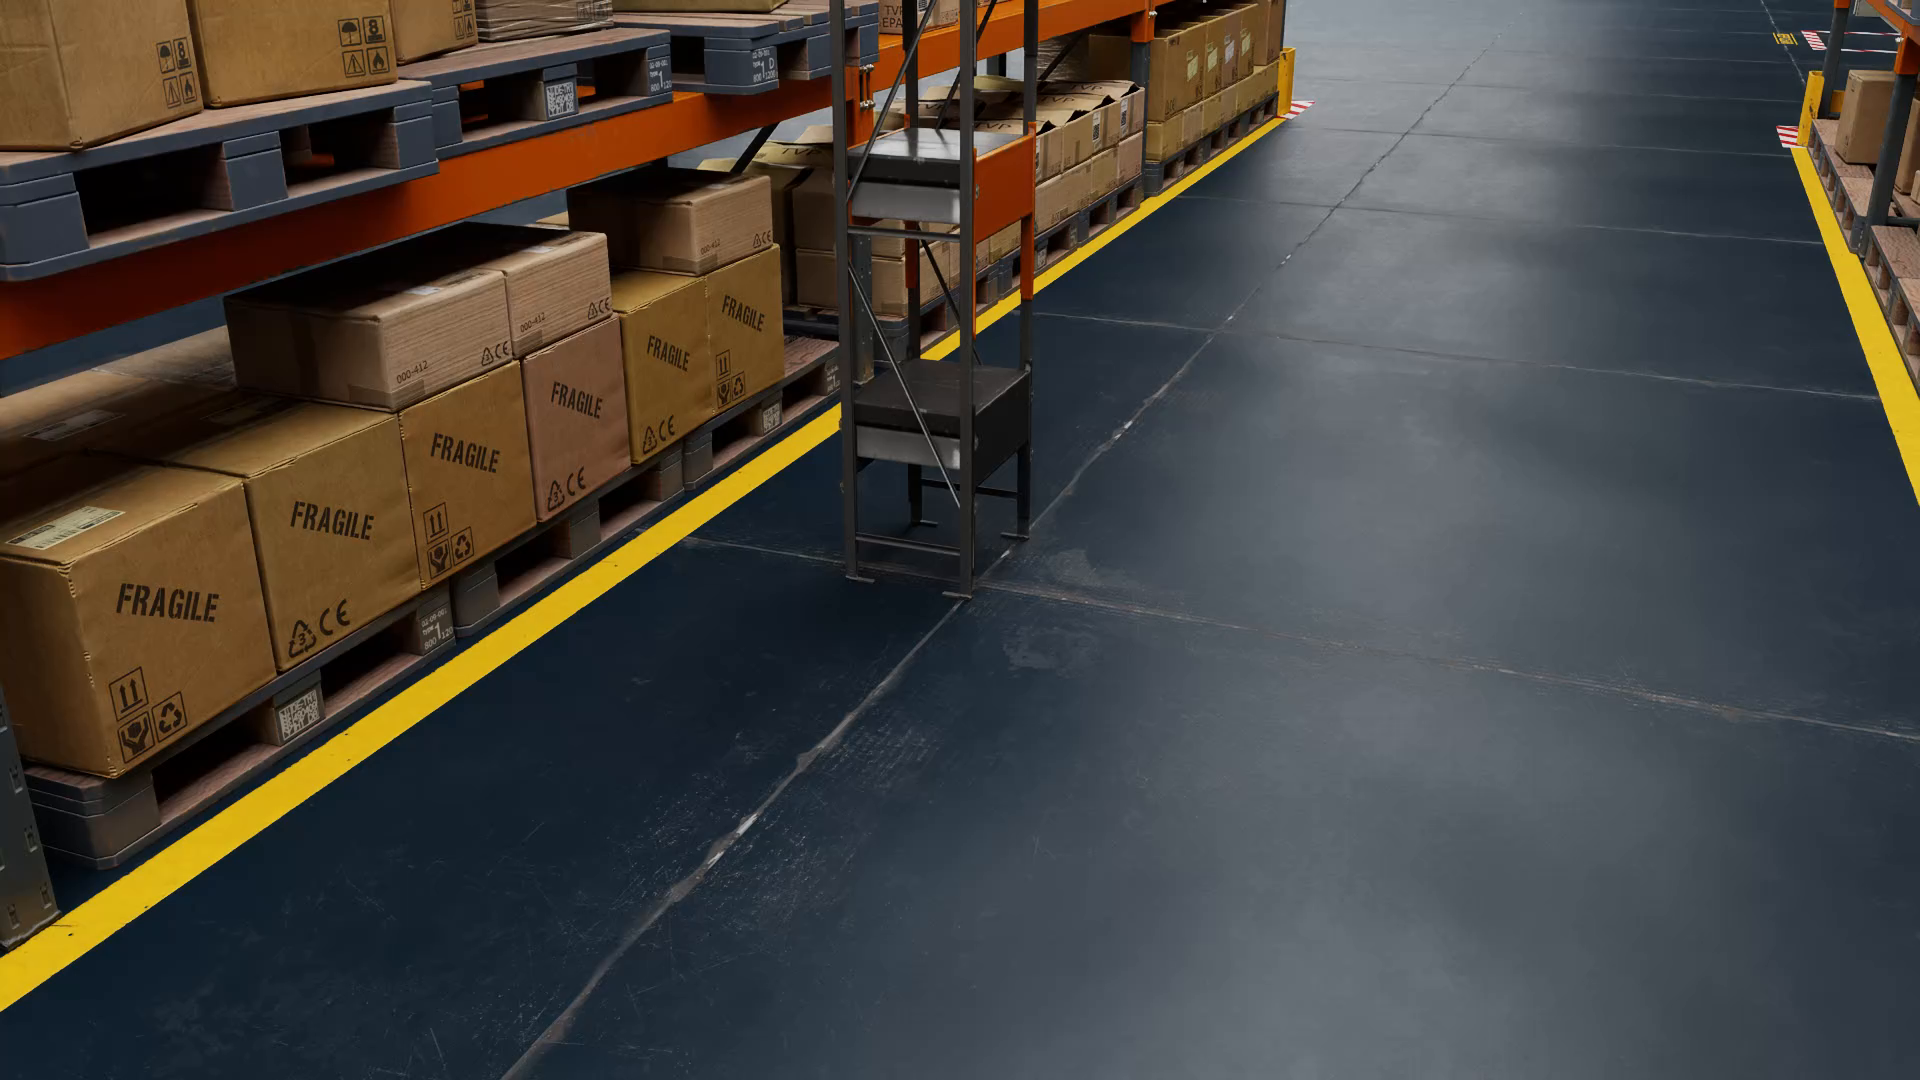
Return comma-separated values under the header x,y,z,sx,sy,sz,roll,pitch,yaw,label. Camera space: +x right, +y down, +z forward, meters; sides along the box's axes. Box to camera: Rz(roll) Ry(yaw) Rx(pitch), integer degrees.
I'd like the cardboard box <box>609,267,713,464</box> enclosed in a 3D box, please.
x,y,z,sx,sy,sz,roll,pitch,yaw,label
-1.160,-0.589,5.440,0.500,0.500,0.500,8,24,18,cardboard box

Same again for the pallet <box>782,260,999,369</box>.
x,y,z,sx,sy,sz,roll,pitch,yaw,label
-0.496,-1.095,7.597,1.003,0.211,1.213,9,24,20,pallet

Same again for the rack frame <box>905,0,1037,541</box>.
x,y,z,sx,sy,sz,roll,pitch,yaw,label
0.029,-0.997,4.913,0.400,2.100,0.015,9,24,20,rack frame

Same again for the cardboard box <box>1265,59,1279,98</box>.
x,y,z,sx,sy,sz,roll,pitch,yaw,label
2.209,-3.646,13.110,0.500,0.250,0.500,9,24,20,cardboard box

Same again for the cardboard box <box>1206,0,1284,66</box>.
x,y,z,sx,sy,sz,roll,pitch,yaw,label
2.211,-3.992,12.965,0.500,0.500,0.500,9,24,20,cardboard box

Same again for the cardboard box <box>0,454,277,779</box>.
x,y,z,sx,sy,sz,roll,pitch,yaw,label
-1.918,0.151,3.669,0.500,0.500,0.500,8,24,18,cardboard box

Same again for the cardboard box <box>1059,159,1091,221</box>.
x,y,z,sx,sy,sz,roll,pitch,yaw,label
0.384,-1.895,8.918,0.500,0.250,0.500,9,24,21,cardboard box

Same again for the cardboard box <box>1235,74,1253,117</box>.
x,y,z,sx,sy,sz,roll,pitch,yaw,label
1.850,-3.286,12.249,0.500,0.250,0.500,9,24,20,cardboard box

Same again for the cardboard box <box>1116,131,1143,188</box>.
x,y,z,sx,sy,sz,roll,pitch,yaw,label
0.763,-2.259,9.789,0.500,0.250,0.500,9,24,20,cardboard box

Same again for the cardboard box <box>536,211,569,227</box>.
x,y,z,sx,sy,sz,roll,pitch,yaw,label
-1.272,-1.020,6.473,0.500,0.500,0.500,10,25,22,cardboard box

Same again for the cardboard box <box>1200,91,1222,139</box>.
x,y,z,sx,sy,sz,roll,pitch,yaw,label
1.483,-2.928,11.391,0.500,0.250,0.500,9,24,20,cardboard box

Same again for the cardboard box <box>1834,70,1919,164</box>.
x,y,z,sx,sy,sz,roll,pitch,yaw,label
5.863,-2.603,10.262,0.700,0.500,0.500,7,24,17,cardboard box

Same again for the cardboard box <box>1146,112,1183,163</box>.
x,y,z,sx,sy,sz,roll,pitch,yaw,label
1.102,-2.572,10.537,0.500,0.250,0.500,9,24,20,cardboard box

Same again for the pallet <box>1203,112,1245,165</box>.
x,y,z,sx,sy,sz,roll,pitch,yaw,label
1.434,-2.954,12.048,1.003,0.211,1.213,9,24,20,pallet

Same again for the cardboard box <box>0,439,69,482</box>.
x,y,z,sx,sy,sz,roll,pitch,yaw,label
-2.406,0.072,3.859,0.500,0.500,0.500,9,24,20,cardboard box

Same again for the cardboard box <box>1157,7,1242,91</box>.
x,y,z,sx,sy,sz,roll,pitch,yaw,label
1.666,-3.453,11.675,0.500,0.500,0.500,9,24,20,cardboard box

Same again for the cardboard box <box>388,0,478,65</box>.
x,y,z,sx,sy,sz,roll,pitch,yaw,label
-1.725,-1.542,4.376,0.700,0.500,0.500,3,23,7,cardboard box

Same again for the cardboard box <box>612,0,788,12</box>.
x,y,z,sx,sy,sz,roll,pitch,yaw,label
-0.967,-2.091,5.690,0.700,0.500,0.500,1,23,2,cardboard box

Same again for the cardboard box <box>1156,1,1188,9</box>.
x,y,z,sx,sy,sz,roll,pitch,yaw,label
1.370,-3.706,12.281,0.500,0.500,0.500,9,24,20,cardboard box

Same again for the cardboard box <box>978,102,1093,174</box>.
x,y,z,sx,sy,sz,roll,pitch,yaw,label
0.389,-2.157,8.816,0.500,0.311,0.500,9,24,20,cardboard box

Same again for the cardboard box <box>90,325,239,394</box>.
x,y,z,sx,sy,sz,roll,pitch,yaw,label
-2.028,-0.283,4.709,0.500,0.500,0.500,9,24,21,cardboard box

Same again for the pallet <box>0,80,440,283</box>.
x,y,z,sx,sy,sz,roll,pitch,yaw,label
-1.926,-0.843,3.625,1.003,0.211,1.213,9,24,20,pallet

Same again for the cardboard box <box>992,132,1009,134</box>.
x,y,z,sx,sy,sz,roll,pitch,yaw,label
0.008,-1.793,7.946,0.500,0.311,0.500,8,24,19,cardboard box

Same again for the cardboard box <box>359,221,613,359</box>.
x,y,z,sx,sy,sz,roll,pitch,yaw,label
-1.360,-0.732,4.811,0.500,0.250,0.500,8,24,19,cardboard box

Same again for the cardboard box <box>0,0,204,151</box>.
x,y,z,sx,sy,sz,roll,pitch,yaw,label
-1.940,-1.039,3.170,0.700,0.500,0.500,1,23,2,cardboard box

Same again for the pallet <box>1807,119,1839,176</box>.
x,y,z,sx,sy,sz,roll,pitch,yaw,label
6.372,-2.648,11.316,1.003,0.211,1.213,9,24,20,pallet

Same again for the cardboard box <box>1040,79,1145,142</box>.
x,y,z,sx,sy,sz,roll,pitch,yaw,label
0.764,-2.522,9.691,0.500,0.311,0.500,9,24,20,cardboard box

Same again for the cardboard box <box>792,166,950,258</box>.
x,y,z,sx,sy,sz,roll,pitch,yaw,label
-0.371,-1.422,7.057,0.500,0.311,0.500,10,25,22,cardboard box

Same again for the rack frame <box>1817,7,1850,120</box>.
x,y,z,sx,sy,sz,roll,pitch,yaw,label
6.734,-4.248,11.527,1.000,3.000,0.127,9,24,20,rack frame

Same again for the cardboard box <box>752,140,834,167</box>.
x,y,z,sx,sy,sz,roll,pitch,yaw,label
-0.685,-1.686,7.690,0.500,0.311,0.500,8,24,19,cardboard box

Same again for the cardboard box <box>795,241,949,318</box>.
x,y,z,sx,sy,sz,roll,pitch,yaw,label
-0.371,-1.163,7.165,0.500,0.250,0.500,9,24,20,cardboard box

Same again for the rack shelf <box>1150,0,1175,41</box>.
x,y,z,sx,sy,sz,roll,pitch,yaw,label
1.391,-3.908,11.647,1.077,0.370,4.000,9,24,20,rack shelf

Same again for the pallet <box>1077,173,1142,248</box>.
x,y,z,sx,sy,sz,roll,pitch,yaw,label
0.410,-1.968,9.688,1.003,0.211,1.213,9,24,20,pallet

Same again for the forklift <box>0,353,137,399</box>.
x,y,z,sx,sy,sz,roll,pitch,yaw,label
-3.440,-1.275,4.500,1.130,2.935,3.031,9,24,20,forklift

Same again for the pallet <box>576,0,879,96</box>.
x,y,z,sx,sy,sz,roll,pitch,yaw,label
-1.024,-1.751,5.800,1.213,0.211,1.003,9,24,20,pallet

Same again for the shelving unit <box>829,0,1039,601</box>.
x,y,z,sx,sy,sz,roll,pitch,yaw,label
-0.061,-0.910,4.703,0.431,2.100,0.503,9,24,20,shelving unit

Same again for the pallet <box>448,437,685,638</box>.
x,y,z,sx,sy,sz,roll,pitch,yaw,label
-1.605,-0.109,5.237,1.003,0.211,1.213,9,24,20,pallet

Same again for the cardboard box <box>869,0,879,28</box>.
x,y,z,sx,sy,sz,roll,pitch,yaw,label
-0.662,-2.175,6.682,0.500,0.311,0.500,10,25,23,cardboard box

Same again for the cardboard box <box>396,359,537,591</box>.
x,y,z,sx,sy,sz,roll,pitch,yaw,label
-1.537,-0.219,4.555,0.500,0.500,0.500,9,24,21,cardboard box

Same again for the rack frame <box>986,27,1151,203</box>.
x,y,z,sx,sy,sz,roll,pitch,yaw,label
0.648,-3.524,9.795,1.000,3.000,0.127,9,24,20,rack frame

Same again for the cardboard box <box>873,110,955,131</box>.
x,y,z,sx,sy,sz,roll,pitch,yaw,label
-0.307,-2.045,8.550,0.500,0.311,0.500,9,24,22,cardboard box

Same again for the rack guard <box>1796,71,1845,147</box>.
x,y,z,sx,sy,sz,roll,pitch,yaw,label
6.706,-3.067,11.944,1.175,0.500,0.348,9,24,20,rack guard

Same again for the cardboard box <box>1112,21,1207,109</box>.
x,y,z,sx,sy,sz,roll,pitch,yaw,label
1.289,-3.096,10.820,0.500,0.500,0.500,9,24,20,cardboard box

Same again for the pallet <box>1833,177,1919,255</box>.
x,y,z,sx,sy,sz,roll,pitch,yaw,label
5.465,-1.775,9.225,1.003,0.211,1.213,9,24,20,pallet

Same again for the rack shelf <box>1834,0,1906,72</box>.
x,y,z,sx,sy,sz,roll,pitch,yaw,label
5.991,-3.200,9.952,1.077,0.370,4.000,9,24,20,rack shelf

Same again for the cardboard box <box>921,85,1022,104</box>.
x,y,z,sx,sy,sz,roll,pitch,yaw,label
0.072,-2.417,9.440,0.500,0.311,0.500,8,24,19,cardboard box

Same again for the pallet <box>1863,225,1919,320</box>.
x,y,z,sx,sy,sz,roll,pitch,yaw,label
4.961,-1.251,7.970,1.003,0.211,1.213,9,24,20,pallet

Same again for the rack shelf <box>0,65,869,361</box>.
x,y,z,sx,sy,sz,roll,pitch,yaw,label
-1.581,-1.045,4.793,1.077,0.370,4.000,9,24,20,rack shelf

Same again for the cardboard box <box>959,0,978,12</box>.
x,y,z,sx,sy,sz,roll,pitch,yaw,label
-0.230,-2.742,7.792,0.500,0.500,0.500,7,24,17,cardboard box

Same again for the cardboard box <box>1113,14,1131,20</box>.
x,y,z,sx,sy,sz,roll,pitch,yaw,label
0.996,-3.349,11.426,0.500,0.500,0.500,9,24,20,cardboard box

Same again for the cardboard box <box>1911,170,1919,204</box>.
x,y,z,sx,sy,sz,roll,pitch,yaw,label
5.419,-1.908,9.030,0.380,0.166,0.250,6,23,13,cardboard box

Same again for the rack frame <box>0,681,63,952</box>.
x,y,z,sx,sy,sz,roll,pitch,yaw,label
-2.324,-0.661,2.941,1.000,3.000,0.127,9,24,20,rack frame

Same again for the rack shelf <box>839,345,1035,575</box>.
x,y,z,sx,sy,sz,roll,pitch,yaw,label
-0.061,-0.251,4.979,0.431,0.518,0.480,9,24,20,rack shelf

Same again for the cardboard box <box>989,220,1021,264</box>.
x,y,z,sx,sy,sz,roll,pitch,yaw,label
0.003,-1.530,8.044,0.500,0.250,0.500,8,24,19,cardboard box
